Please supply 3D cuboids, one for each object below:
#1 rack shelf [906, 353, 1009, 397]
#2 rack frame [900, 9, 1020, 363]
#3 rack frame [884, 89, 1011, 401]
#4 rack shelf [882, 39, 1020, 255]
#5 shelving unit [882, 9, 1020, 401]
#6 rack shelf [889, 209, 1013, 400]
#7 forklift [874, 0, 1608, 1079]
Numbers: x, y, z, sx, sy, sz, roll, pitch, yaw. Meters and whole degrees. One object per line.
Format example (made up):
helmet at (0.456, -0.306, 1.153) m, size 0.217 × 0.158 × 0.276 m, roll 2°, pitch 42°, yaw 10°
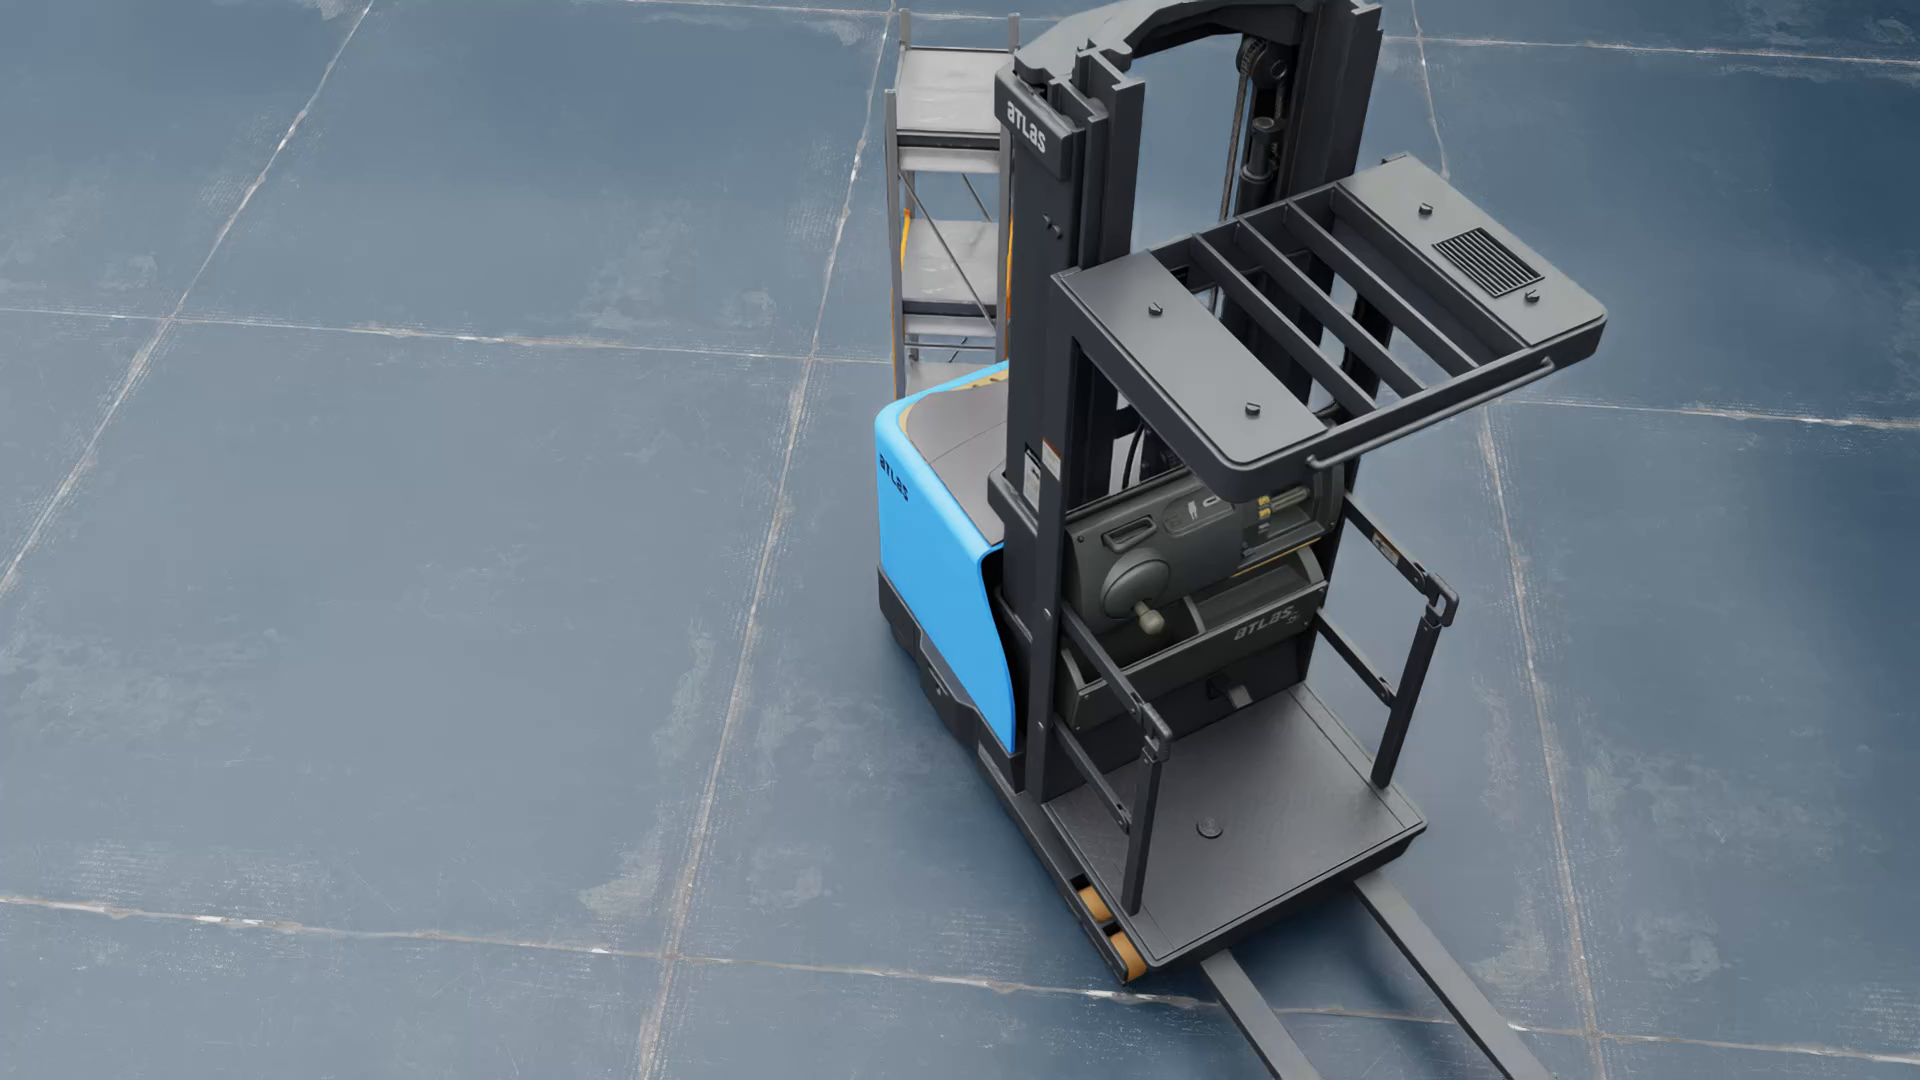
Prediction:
rack shelf at (-0.019, -0.389, 6.676) m, size 0.431 × 0.518 × 0.480 m, roll 3°, pitch 48°, yaw 3°
rack frame at (-0.002, -1.050, 6.313) m, size 0.400 × 2.100 × 0.015 m, roll 3°, pitch 48°, yaw 3°
rack frame at (-0.037, -0.691, 5.985) m, size 0.400 × 2.100 × 0.015 m, roll 3°, pitch 48°, yaw 3°
rack shelf at (-0.019, -1.334, 5.643) m, size 0.431 × 0.518 × 0.480 m, roll 3°, pitch 48°, yaw 3°
shelving unit at (-0.019, -0.870, 6.149) m, size 0.431 × 2.100 × 0.503 m, roll 3°, pitch 48°, yaw 3°
rack shelf at (-0.019, -0.861, 6.159) m, size 0.431 × 0.518 × 0.480 m, roll 3°, pitch 48°, yaw 3°
forklift at (0.838, 0.064, 4.731) m, size 1.130 × 2.935 × 3.031 m, roll -22°, pitch 51°, yaw -19°
